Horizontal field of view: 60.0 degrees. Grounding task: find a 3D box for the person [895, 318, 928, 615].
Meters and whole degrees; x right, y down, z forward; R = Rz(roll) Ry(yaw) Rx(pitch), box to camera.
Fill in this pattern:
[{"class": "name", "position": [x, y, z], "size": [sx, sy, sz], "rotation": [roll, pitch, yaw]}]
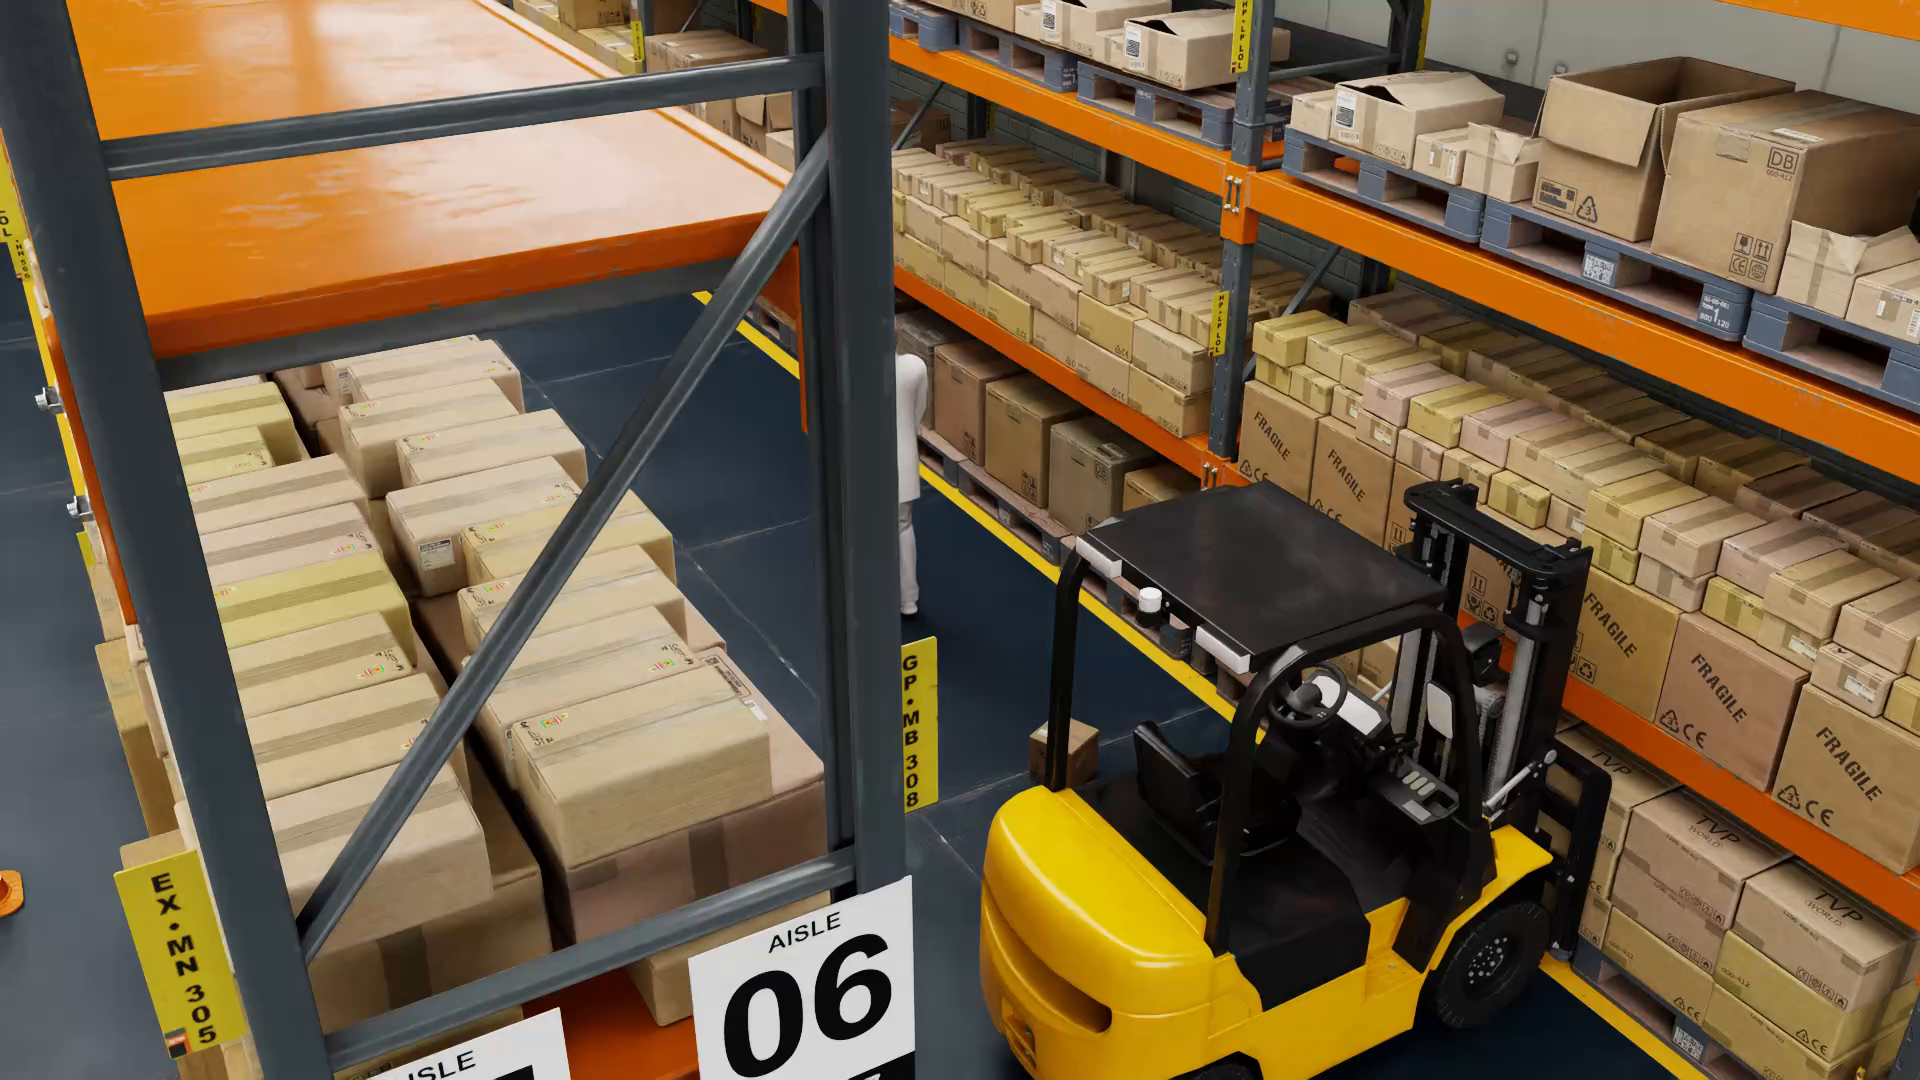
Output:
[{"class": "person", "position": [-0.447, -0.425, 9.392], "size": [0.590, 1.846, 0.660], "rotation": [-15, 32, -25]}]
